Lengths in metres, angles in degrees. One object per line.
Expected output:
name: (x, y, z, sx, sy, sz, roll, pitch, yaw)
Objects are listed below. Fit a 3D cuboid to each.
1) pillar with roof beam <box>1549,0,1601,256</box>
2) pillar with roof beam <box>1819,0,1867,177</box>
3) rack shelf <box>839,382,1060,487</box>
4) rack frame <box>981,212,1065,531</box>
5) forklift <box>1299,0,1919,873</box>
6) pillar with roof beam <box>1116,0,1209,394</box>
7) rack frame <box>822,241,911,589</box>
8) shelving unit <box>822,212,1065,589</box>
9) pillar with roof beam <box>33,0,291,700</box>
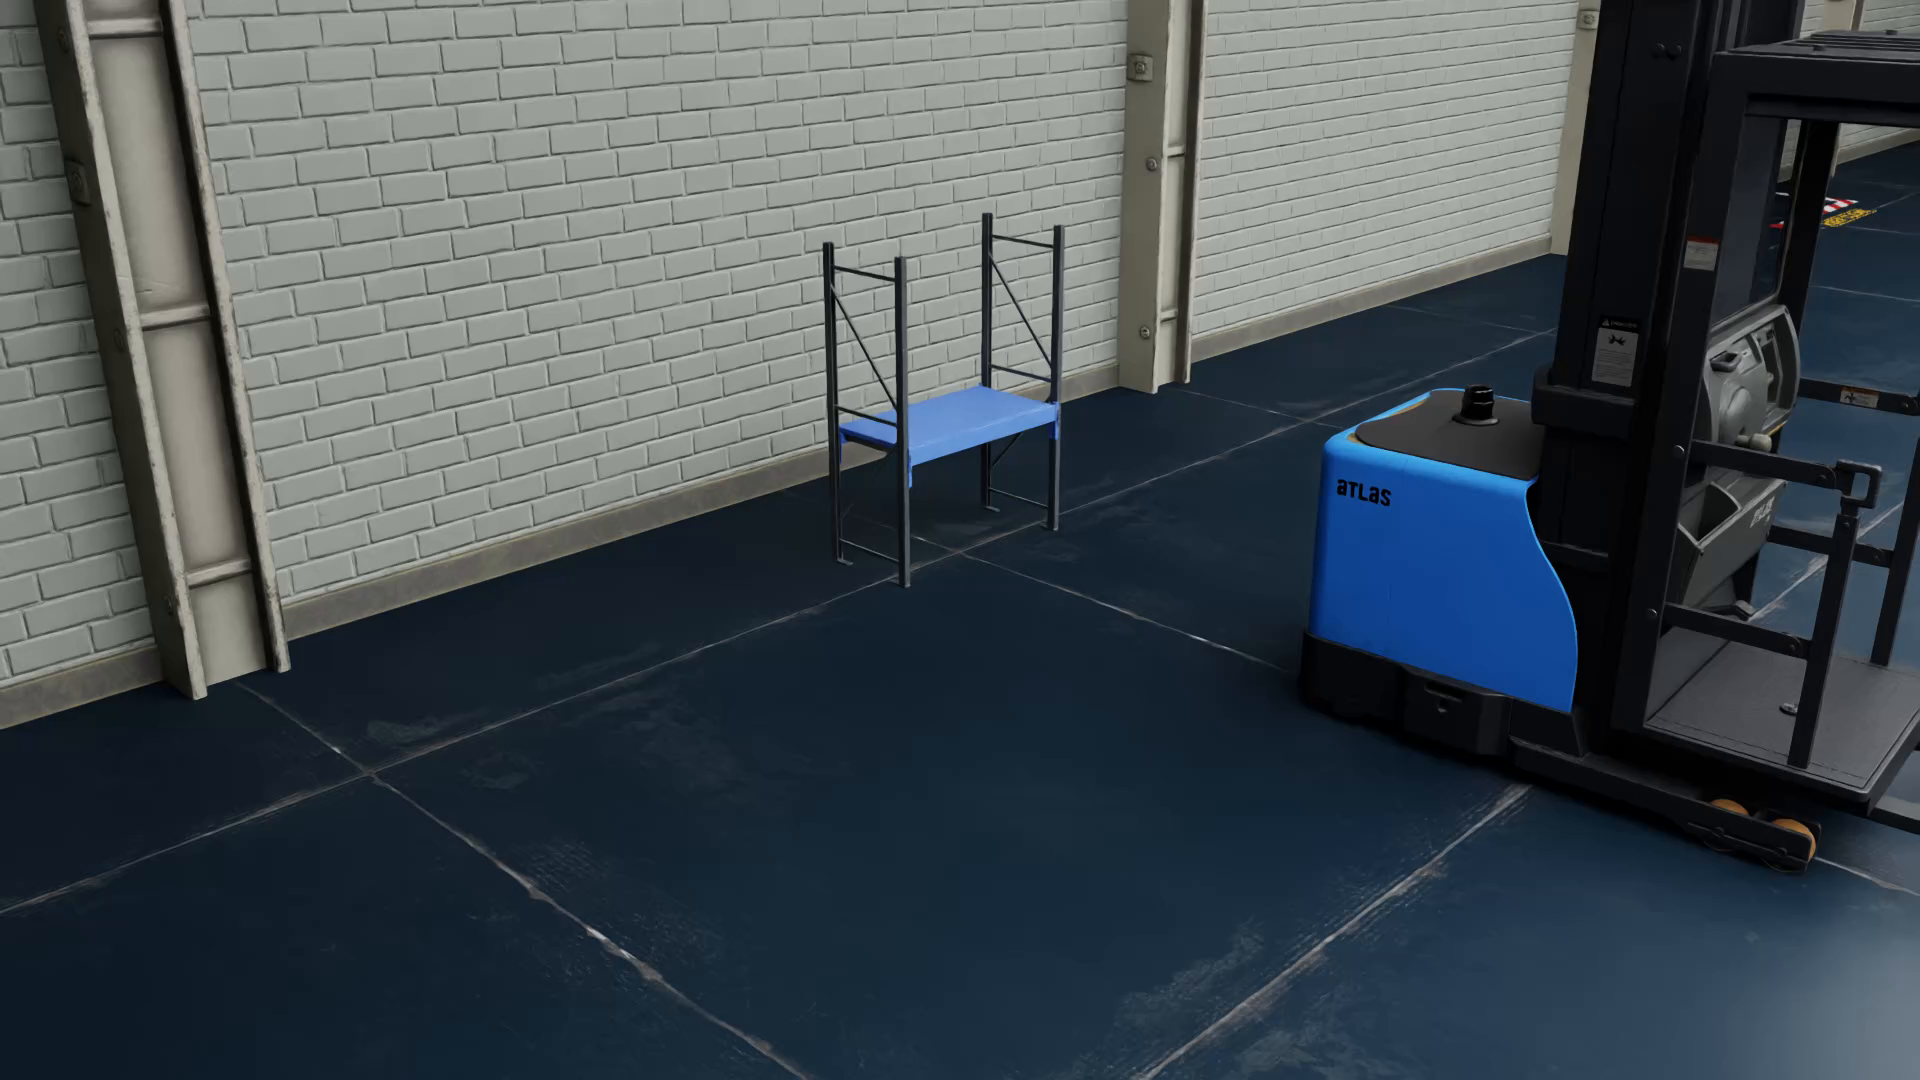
pillar with roof beam: (8.509, -5.674, 10.293, 9.100, 9.000, 0.400, 19, 28, 41)
pillar with roof beam: (12.694, -7.216, 14.306, 9.100, 9.000, 0.400, 19, 28, 41)
rack shelf: (-0.060, -0.510, 7.813, 0.538, 0.185, 1.000, 19, 28, 41)
rack frame: (0.295, -0.809, 8.088, 0.500, 1.500, 0.032, 19, 28, 41)
forklift: (2.754, -0.520, 5.341, 3.031, 2.935, 1.130, 17, 27, 37)
pillar with roof beam: (4.323, -4.131, 6.280, 9.100, 9.000, 0.400, 19, 28, 41)
rack frame: (-0.414, -0.547, 7.408, 0.500, 1.500, 0.032, 19, 28, 41)
shelving unit: (-0.059, -0.678, 7.748, 0.538, 1.500, 1.048, 19, 28, 41)
pillar with roof beam: (0.137, -2.589, 2.268, 9.100, 9.000, 0.400, 19, 28, 41)
